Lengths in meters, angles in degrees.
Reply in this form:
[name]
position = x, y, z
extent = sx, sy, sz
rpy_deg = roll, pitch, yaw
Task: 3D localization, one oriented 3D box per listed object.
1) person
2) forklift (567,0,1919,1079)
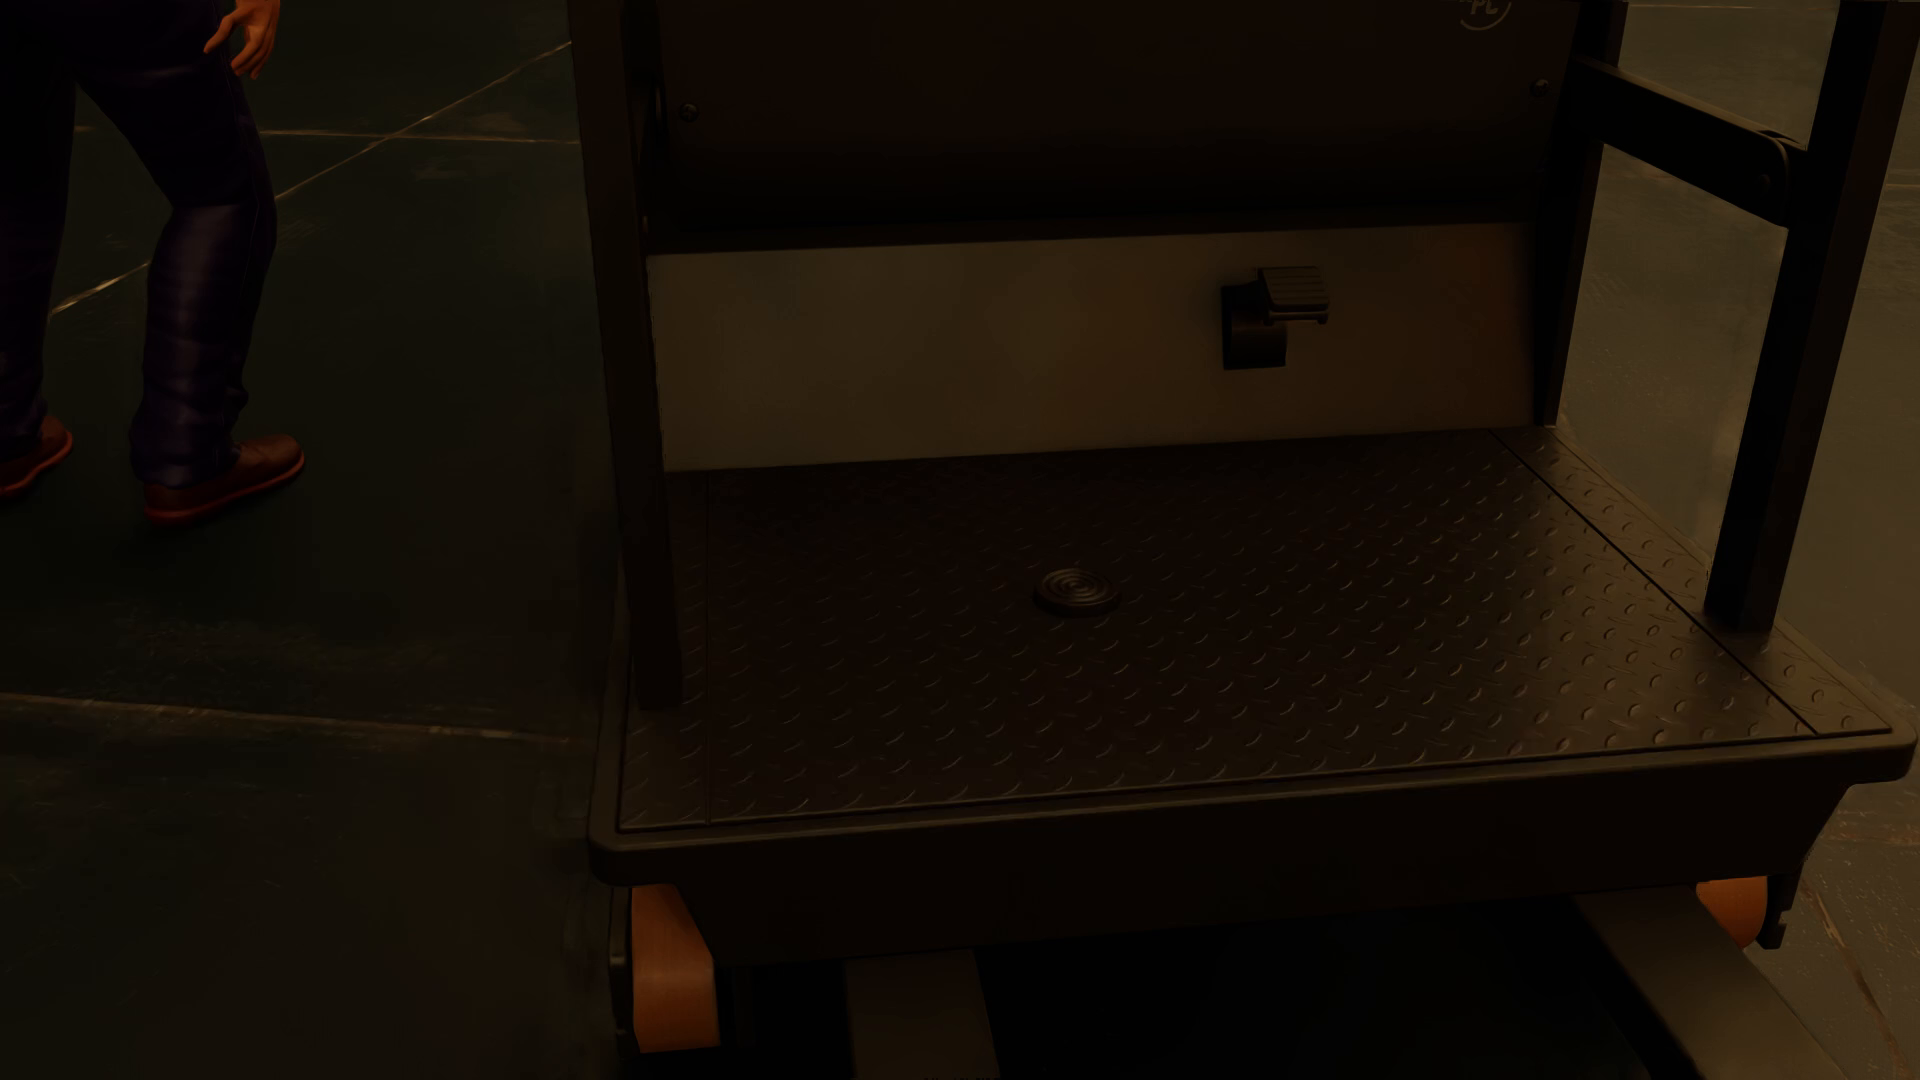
[person]
position = -1.267, -0.811, 2.320
extent = 0.721, 1.620, 0.348
rpy_deg = 4, 27, 9
[forklift]
position = 0.196, -1.004, 1.229
extent = 1.130, 2.935, 3.031
rpy_deg = -3, 27, -7
